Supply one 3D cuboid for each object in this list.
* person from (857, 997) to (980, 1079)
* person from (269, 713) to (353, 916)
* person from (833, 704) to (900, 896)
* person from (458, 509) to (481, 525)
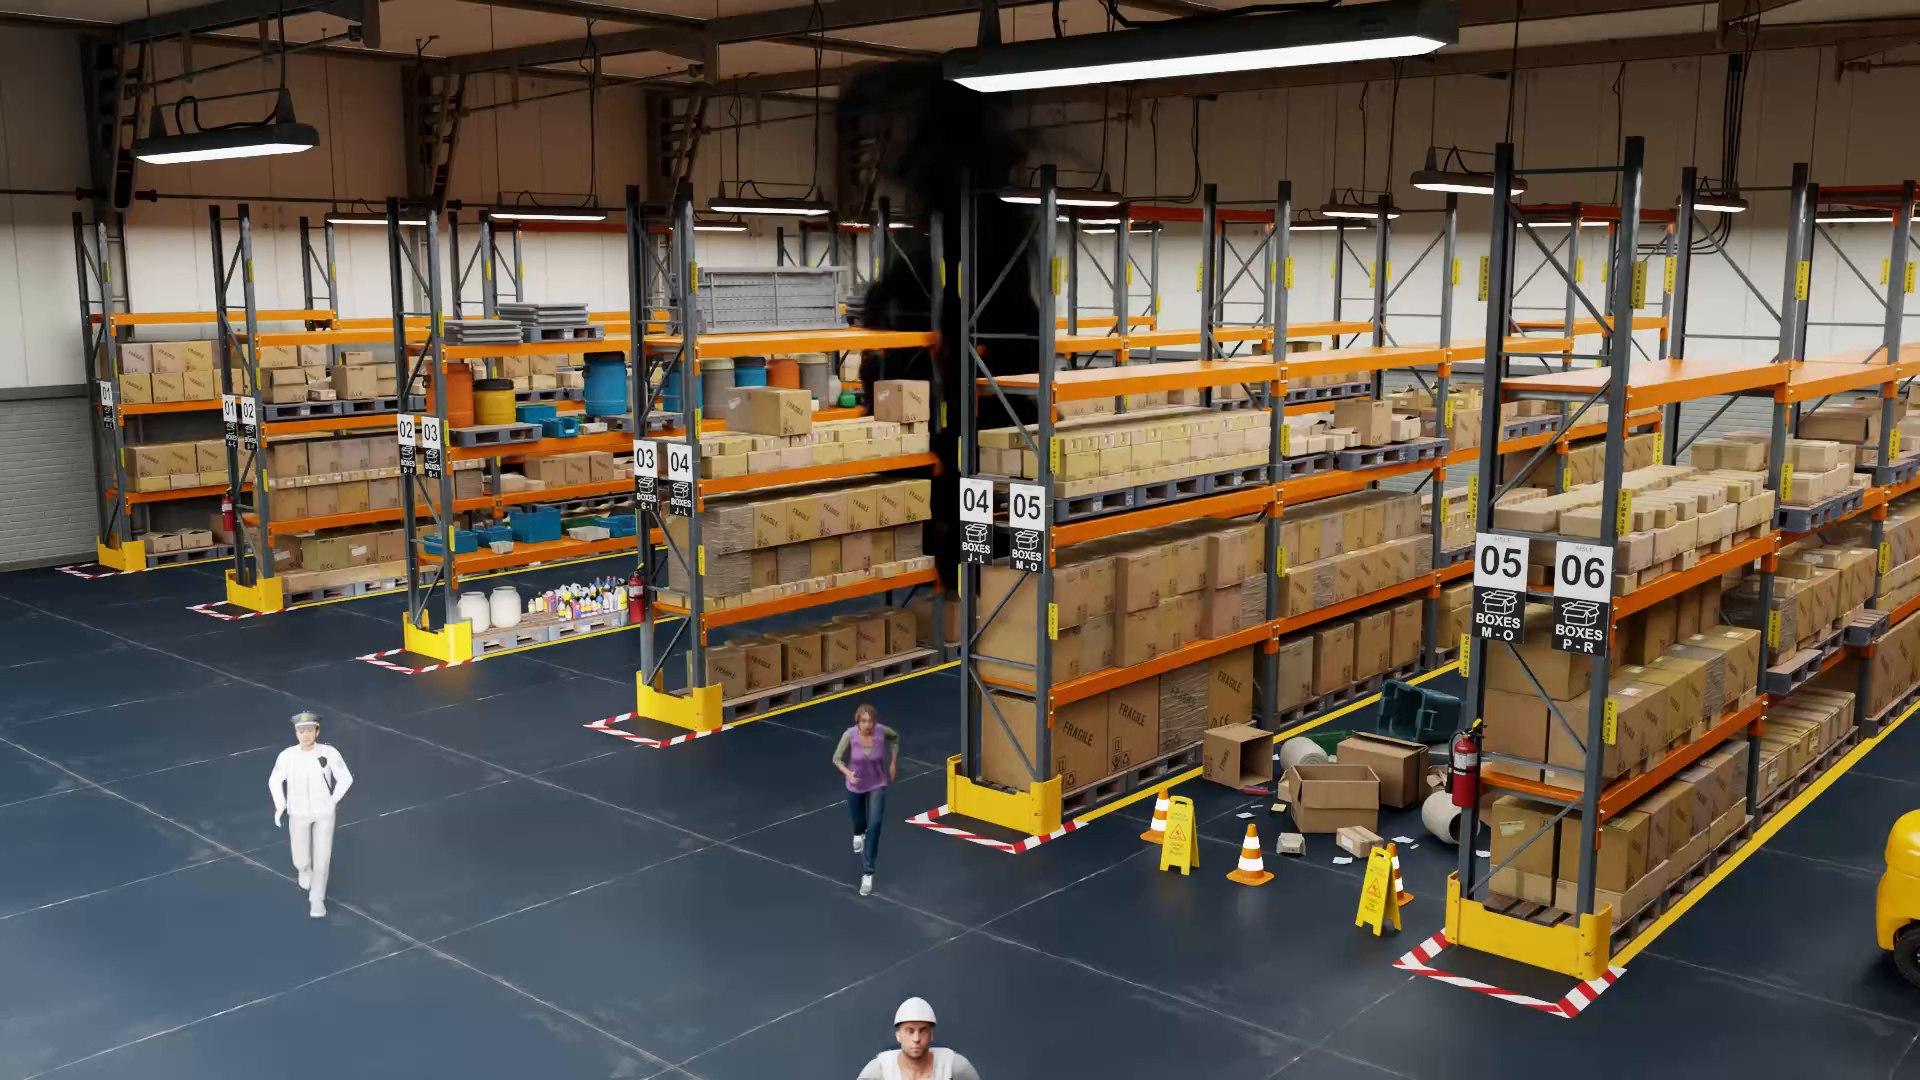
[{"bbox_3d":[-0.197,3.022,8.047,0.669,1.726,0.671,-1,10,-7],"label":"person"},{"bbox_3d":[-5.188,2.173,13.322,0.631,1.649,0.544,-3,10,-18],"label":"person"},{"bbox_3d":[-0.790,2.099,14.065,0.578,1.555,0.952,-1,10,-8],"label":"person"},{"bbox_3d":[-8.922,-0.696,30.330,0.624,1.669,0.874,7,12,36],"label":"person"}]
